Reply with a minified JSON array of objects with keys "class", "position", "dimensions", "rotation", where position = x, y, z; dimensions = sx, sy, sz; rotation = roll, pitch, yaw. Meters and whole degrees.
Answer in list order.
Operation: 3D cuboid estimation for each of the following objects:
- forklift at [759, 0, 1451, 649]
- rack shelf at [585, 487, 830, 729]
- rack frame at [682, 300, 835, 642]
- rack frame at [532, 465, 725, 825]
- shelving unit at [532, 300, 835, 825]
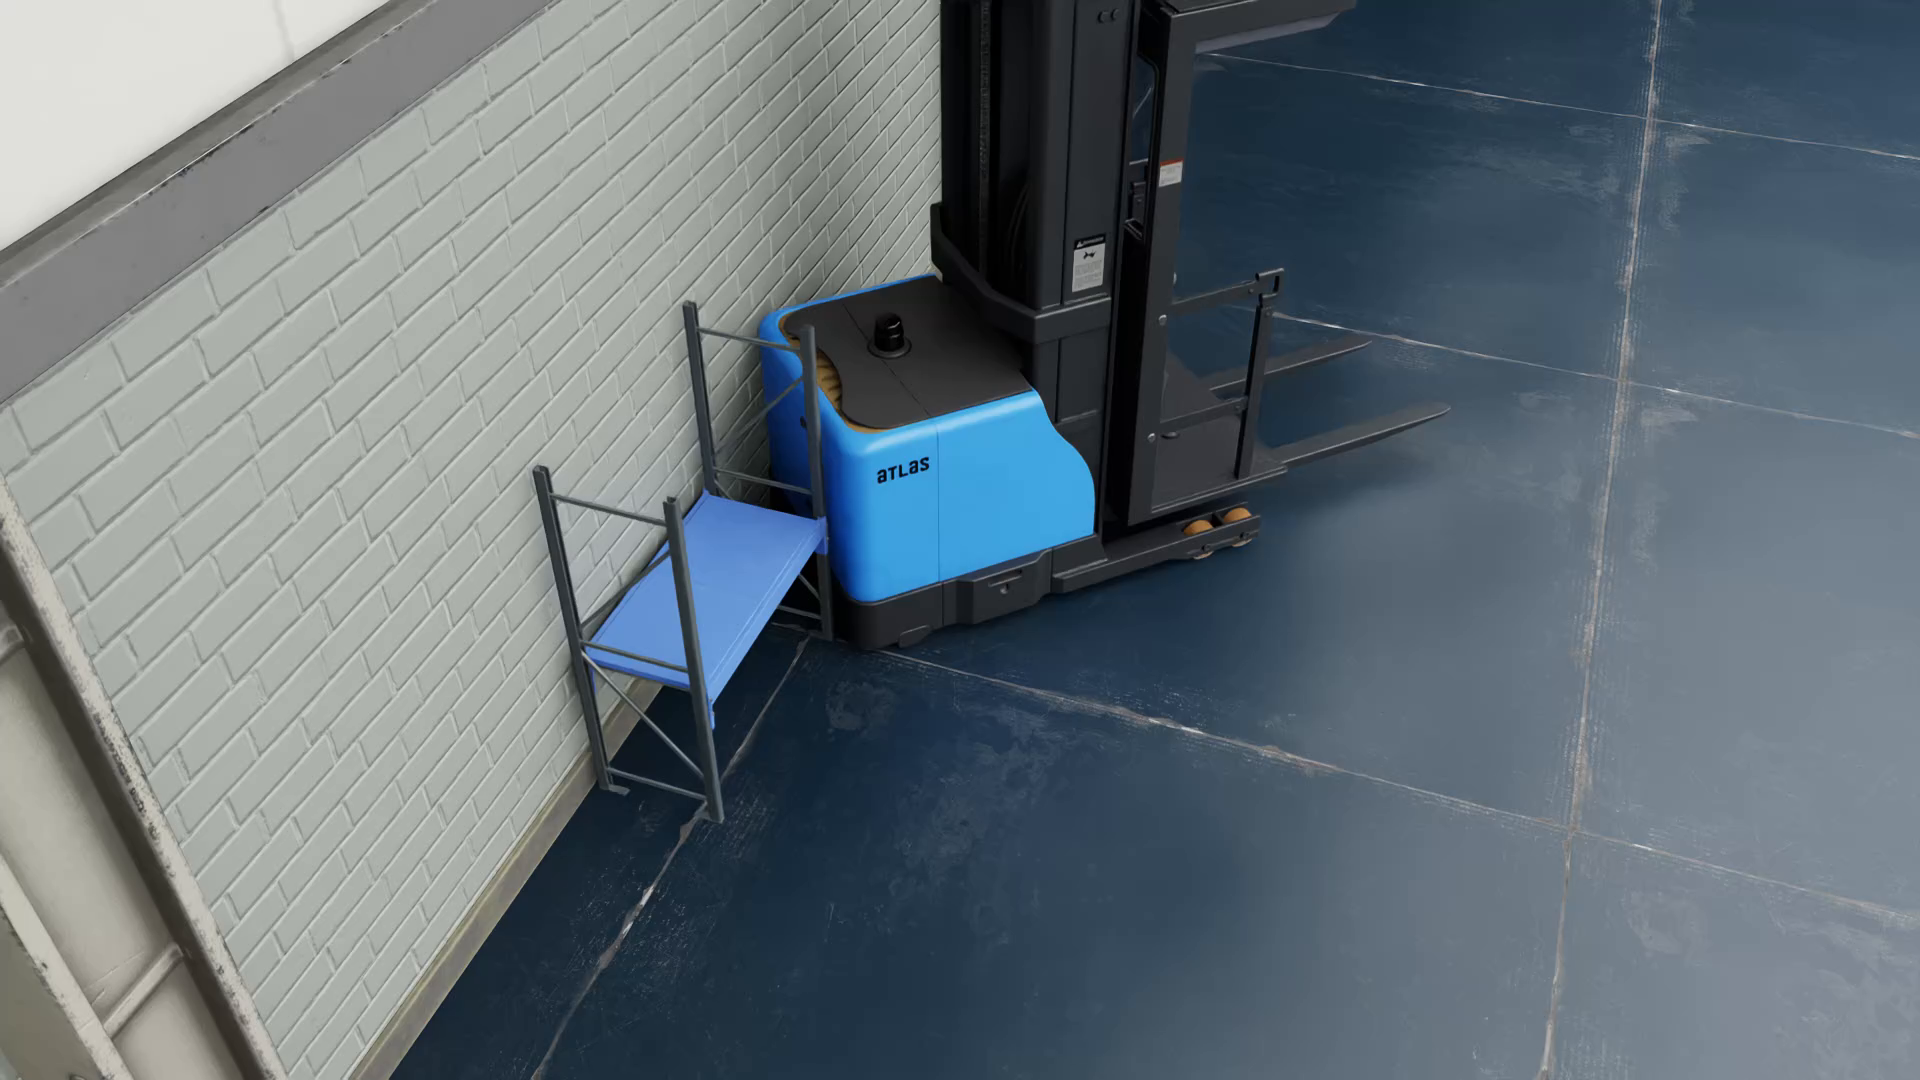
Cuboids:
[{"class":"forklift","position":[0.738,-1.328,6.548],"dimensions":[3.031,2.935,1.130],"rotation":[-17,43,-19]},{"class":"rack shelf","position":[-0.924,0.225,6.108],"dimensions":[0.538,0.185,1.000],"rotation":[13,42,15]},{"class":"rack frame","position":[-0.750,-0.222,6.355],"dimensions":[0.500,1.500,0.032],"rotation":[13,42,15]},{"class":"rack frame","position":[-1.098,0.398,5.628],"dimensions":[0.500,1.500,0.032],"rotation":[13,42,15]},{"class":"shelving unit","position":[-0.924,0.088,5.991],"dimensions":[0.538,1.500,1.048],"rotation":[13,42,15]}]
